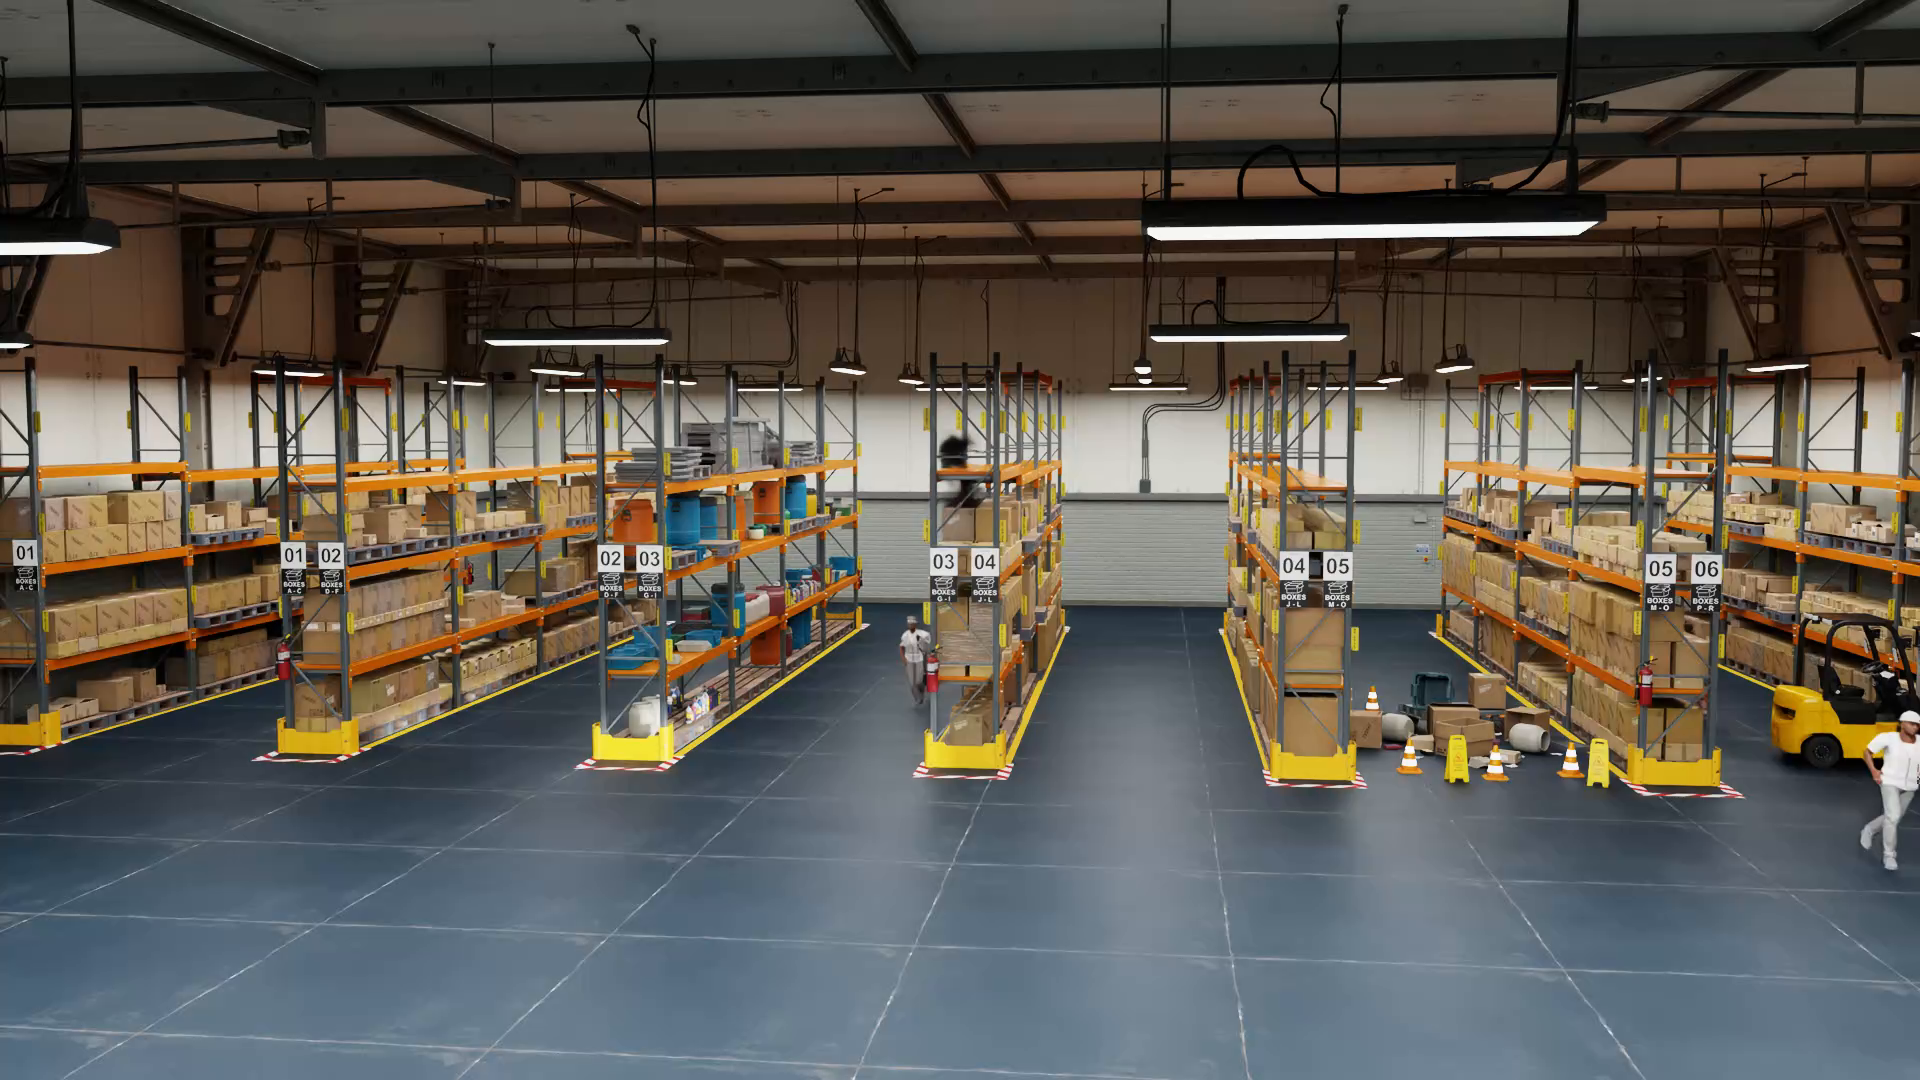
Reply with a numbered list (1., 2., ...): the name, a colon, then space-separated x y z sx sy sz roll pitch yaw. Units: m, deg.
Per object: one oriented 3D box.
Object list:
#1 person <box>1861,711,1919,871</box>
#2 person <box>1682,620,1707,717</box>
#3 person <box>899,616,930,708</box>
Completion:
1. person: 10.722 2.798 18.946 0.718 1.739 0.898 0 4 -1
2. person: 12.348 2.198 28.057 0.571 1.638 0.937 0 4 -5
3. person: -0.755 2.131 29.078 0.639 1.641 0.509 1 4 15
